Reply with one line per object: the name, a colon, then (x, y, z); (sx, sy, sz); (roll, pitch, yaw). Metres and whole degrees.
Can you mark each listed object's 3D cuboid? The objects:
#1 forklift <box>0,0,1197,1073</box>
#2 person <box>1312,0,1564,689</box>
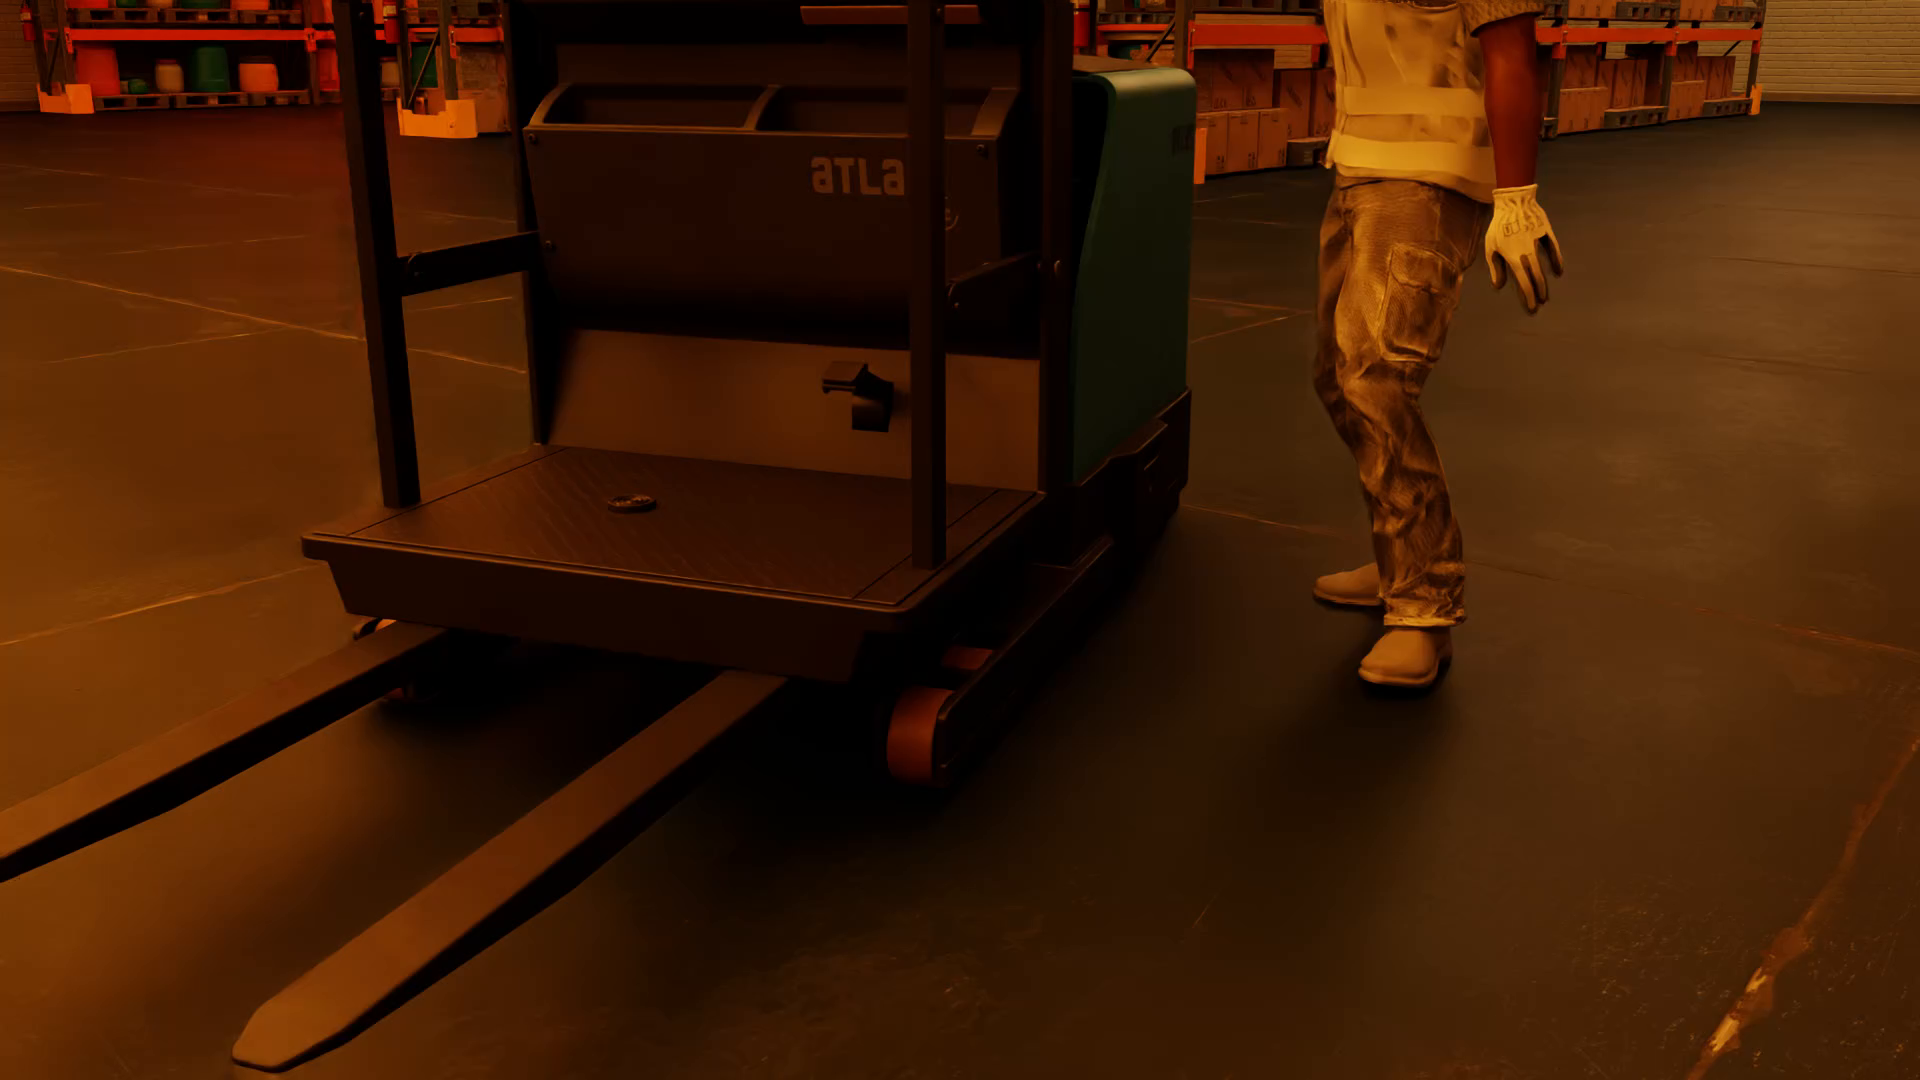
forklift: (-0.419, -1.142, 2.657); (1.130, 2.935, 3.031); (6, 18, 20)
person: (0.837, -0.665, 3.168); (0.458, 1.744, 0.894); (-1, 17, -2)
